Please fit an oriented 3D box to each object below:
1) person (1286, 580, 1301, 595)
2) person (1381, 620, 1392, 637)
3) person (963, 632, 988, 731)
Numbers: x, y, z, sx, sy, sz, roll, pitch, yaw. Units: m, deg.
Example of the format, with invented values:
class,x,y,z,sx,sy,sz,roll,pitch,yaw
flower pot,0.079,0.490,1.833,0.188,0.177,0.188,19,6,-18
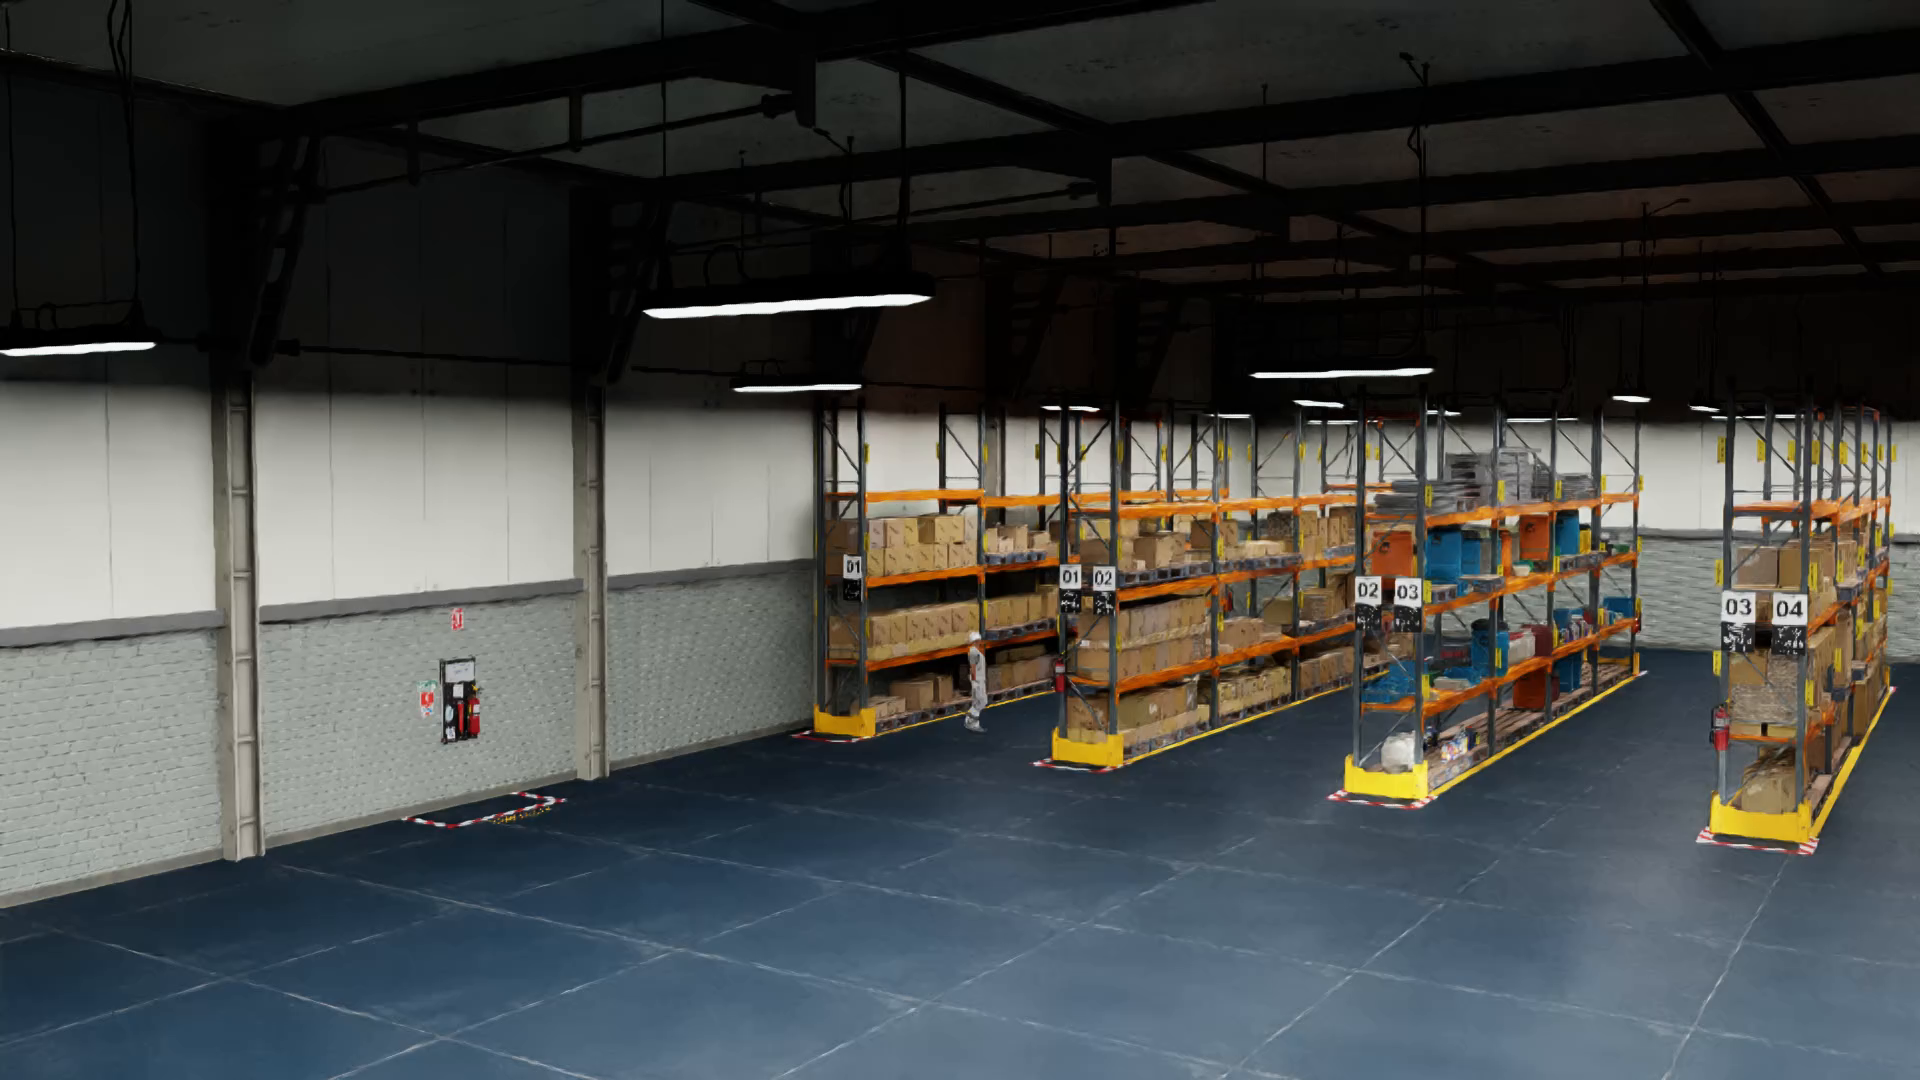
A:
class,x,y,z,sx,sy,sz,roll,pitch,yaw
person,8.991,1.867,44.556,0.580,1.605,0.507,2,3,30
person,10.653,1.980,41.690,0.478,1.677,0.513,-1,3,-26
person,0.274,2.546,29.792,0.443,1.777,0.594,0,3,5
